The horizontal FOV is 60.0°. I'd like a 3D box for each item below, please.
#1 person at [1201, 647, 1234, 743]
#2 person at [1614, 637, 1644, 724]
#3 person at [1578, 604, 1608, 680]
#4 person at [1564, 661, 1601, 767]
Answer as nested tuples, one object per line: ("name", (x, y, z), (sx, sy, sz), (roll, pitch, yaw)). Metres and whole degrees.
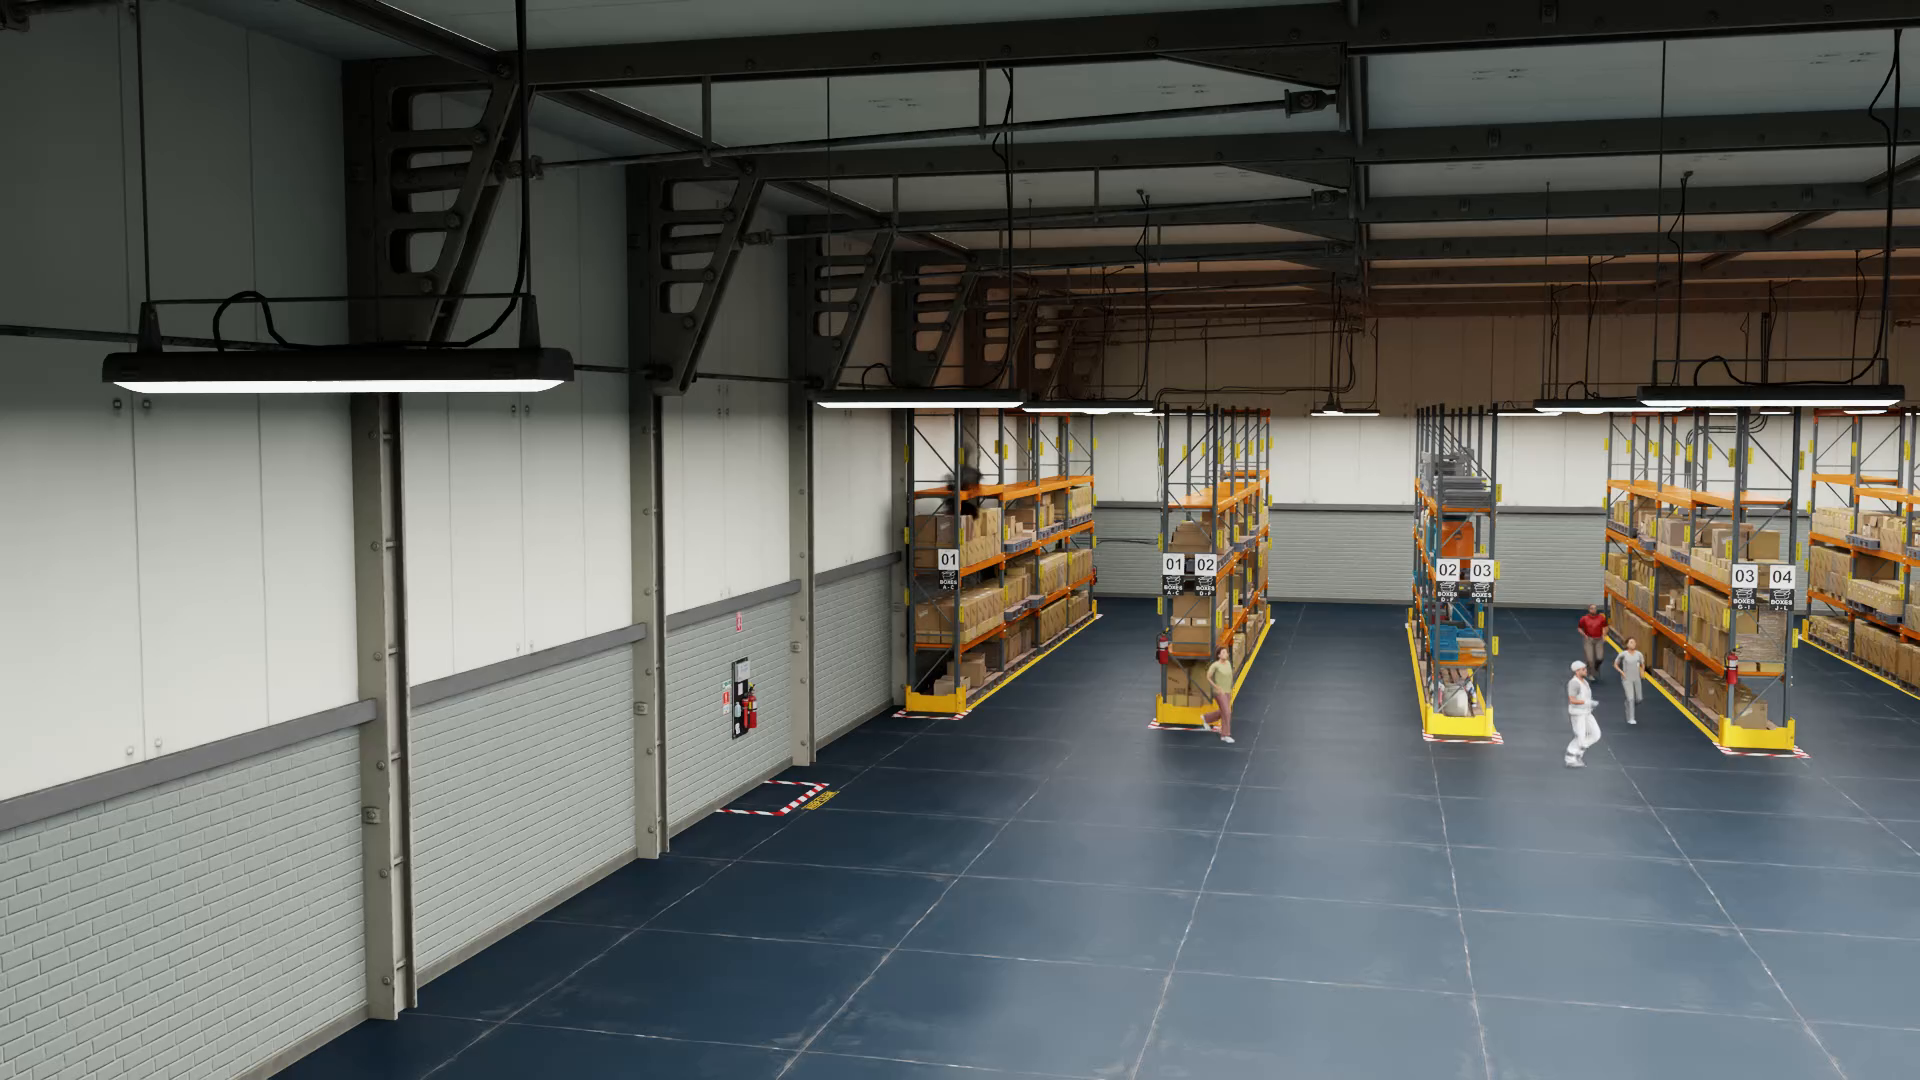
("person", (4.568, 2.691, 29.290), (0.593, 1.665, 0.760), (-3, 5, -37))
("person", (12.613, 2.629, 31.333), (0.565, 1.619, 0.646), (0, 4, 1))
("person", (13.812, 2.235, 36.258), (0.638, 1.681, 0.586), (1, 4, 14))
("person", (10.201, 2.856, 27.168), (0.639, 1.759, 0.612), (-4, 6, -44))
